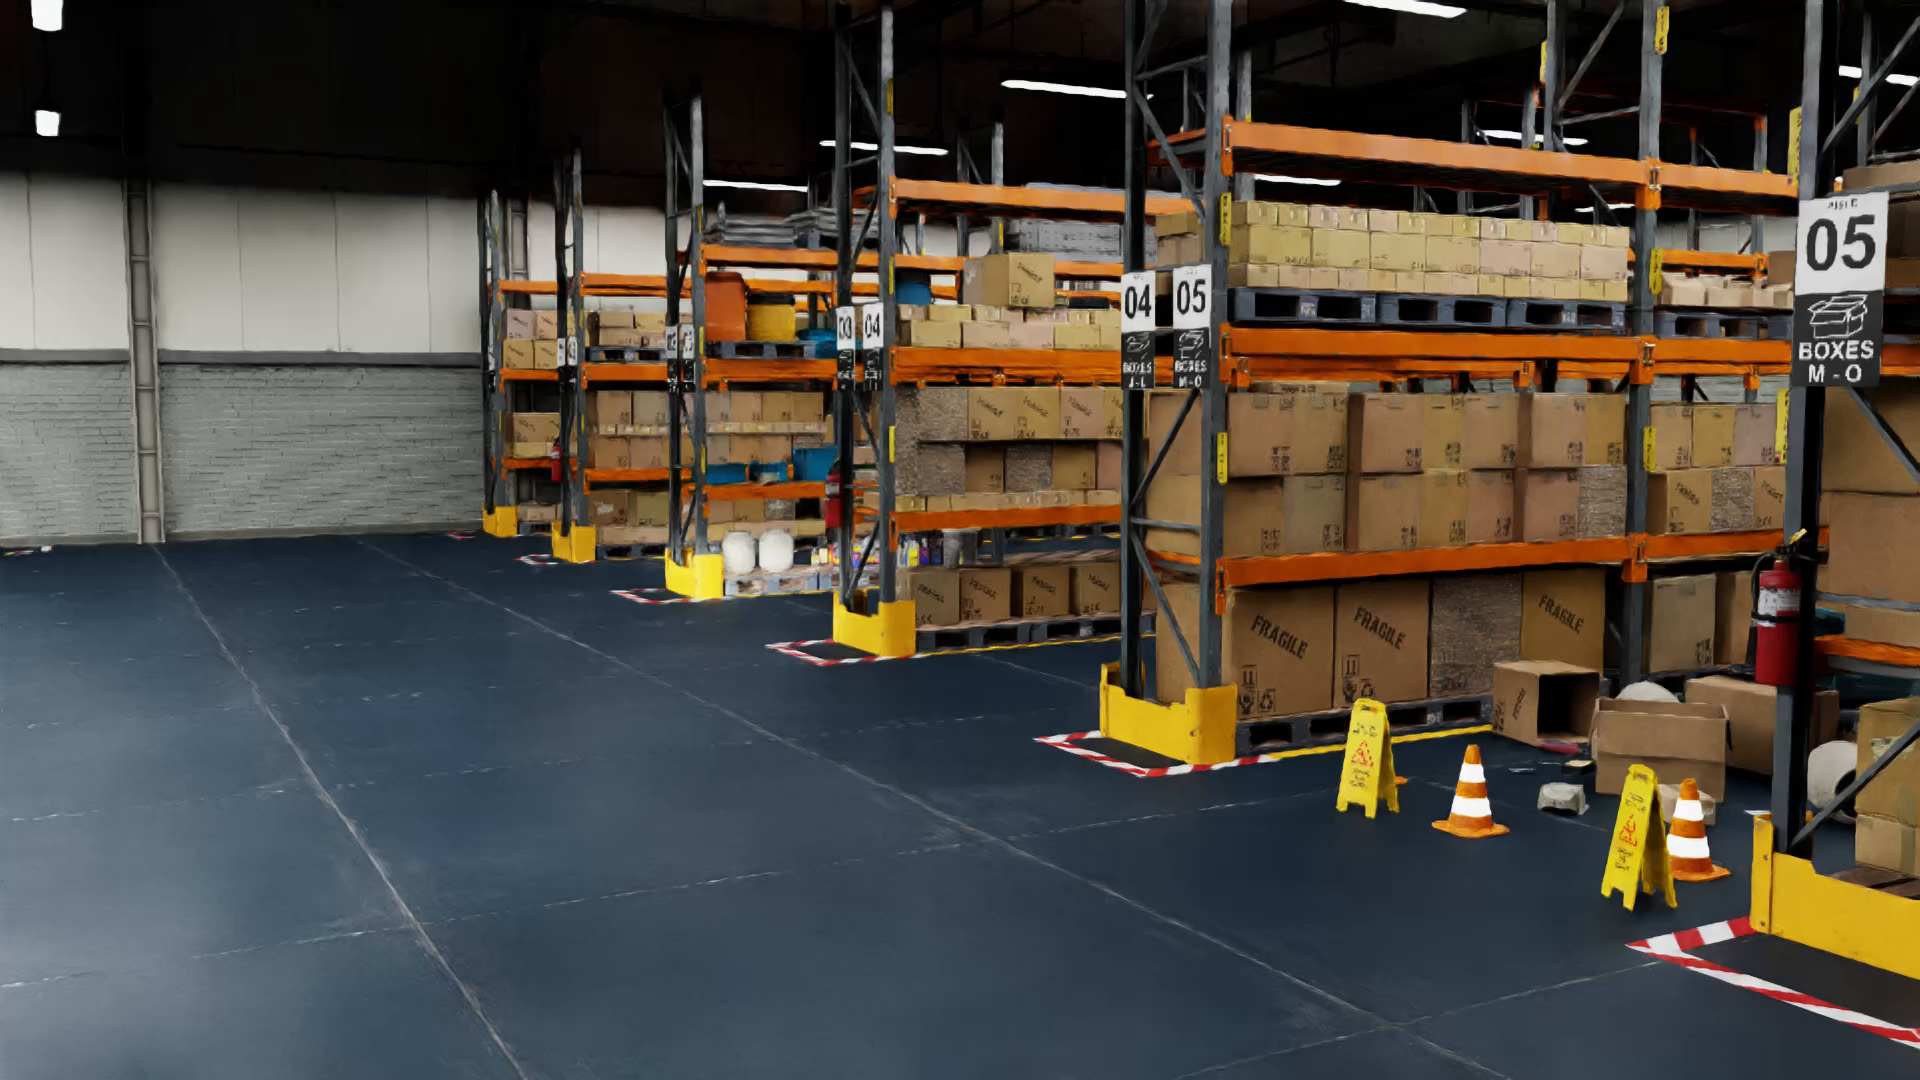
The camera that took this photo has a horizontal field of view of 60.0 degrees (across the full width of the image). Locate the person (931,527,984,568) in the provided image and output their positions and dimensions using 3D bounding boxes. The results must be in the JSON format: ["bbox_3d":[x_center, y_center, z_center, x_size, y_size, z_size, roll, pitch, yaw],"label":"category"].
[{"bbox_3d":[-0.025,-0.066,17.904,0.623,1.754,0.640,-2,5,-23],"label":"person"}]
